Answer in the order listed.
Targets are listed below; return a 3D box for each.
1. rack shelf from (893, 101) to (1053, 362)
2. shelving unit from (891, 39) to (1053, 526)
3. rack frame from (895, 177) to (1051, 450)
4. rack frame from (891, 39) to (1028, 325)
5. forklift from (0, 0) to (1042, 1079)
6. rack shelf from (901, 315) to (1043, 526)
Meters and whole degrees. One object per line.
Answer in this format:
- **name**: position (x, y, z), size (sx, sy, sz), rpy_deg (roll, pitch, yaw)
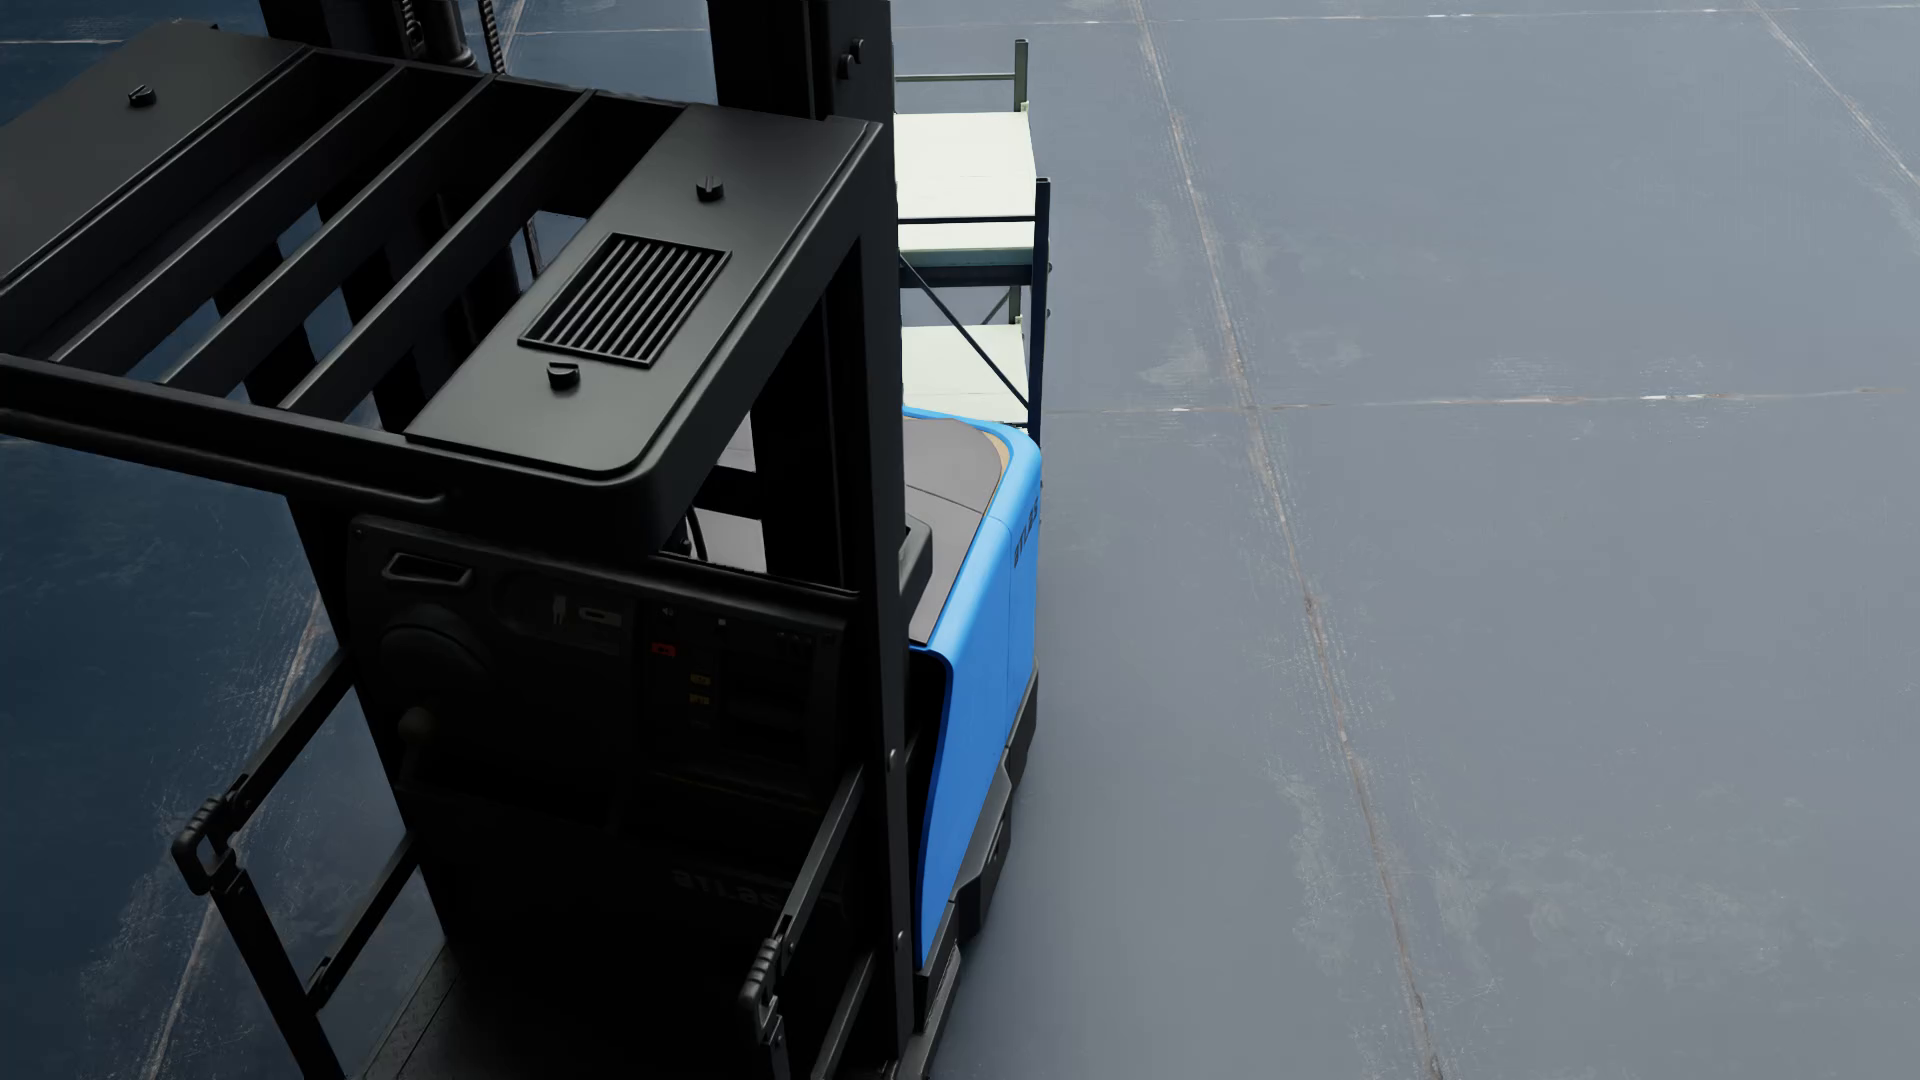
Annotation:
- **rack shelf**: position (0.000, -0.836, 4.475), size (0.431, 0.370, 0.720), rpy_deg (-2, 43, -2)
- **shelving unit**: position (0.000, -0.548, 4.738), size (0.431, 1.500, 0.755), rpy_deg (-2, 43, -2)
- **rack frame**: position (0.016, -0.301, 4.469), size (0.400, 1.500, 0.023), rpy_deg (-2, 43, -2)
- **rack frame**: position (-0.015, -0.795, 5.008), size (0.400, 1.500, 0.023), rpy_deg (-2, 43, -2)
- **forklift**: position (-0.705, 0.308, 2.745), size (1.130, 2.935, 3.031), rpy_deg (12, 44, 12)
- **rack shelf**: position (0.000, -0.308, 4.959), size (0.431, 0.370, 0.720), rpy_deg (-2, 43, -2)
